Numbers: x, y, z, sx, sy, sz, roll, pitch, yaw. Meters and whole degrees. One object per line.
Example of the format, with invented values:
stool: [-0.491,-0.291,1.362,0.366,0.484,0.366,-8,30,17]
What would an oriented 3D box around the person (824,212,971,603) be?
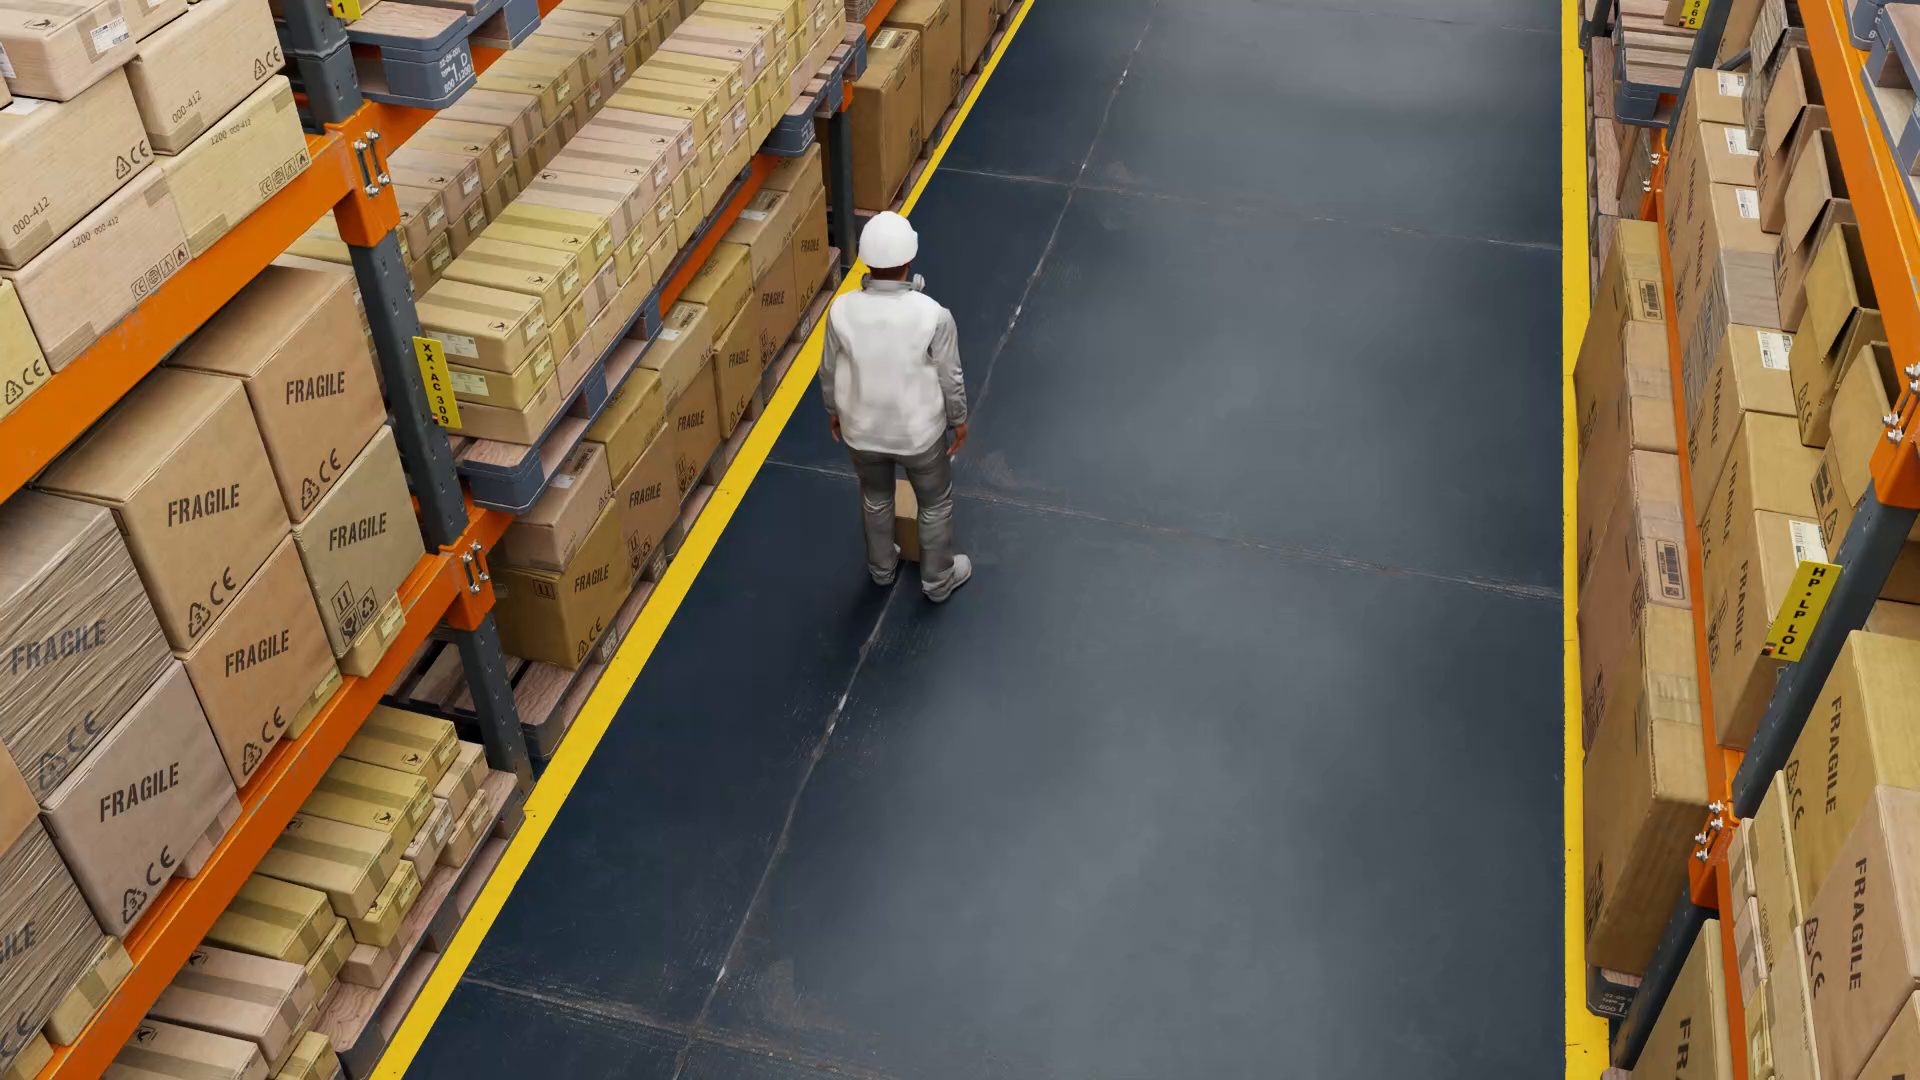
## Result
person: [-0.244,-0.491,6.707,0.580,1.771,0.464,10,42,12]
